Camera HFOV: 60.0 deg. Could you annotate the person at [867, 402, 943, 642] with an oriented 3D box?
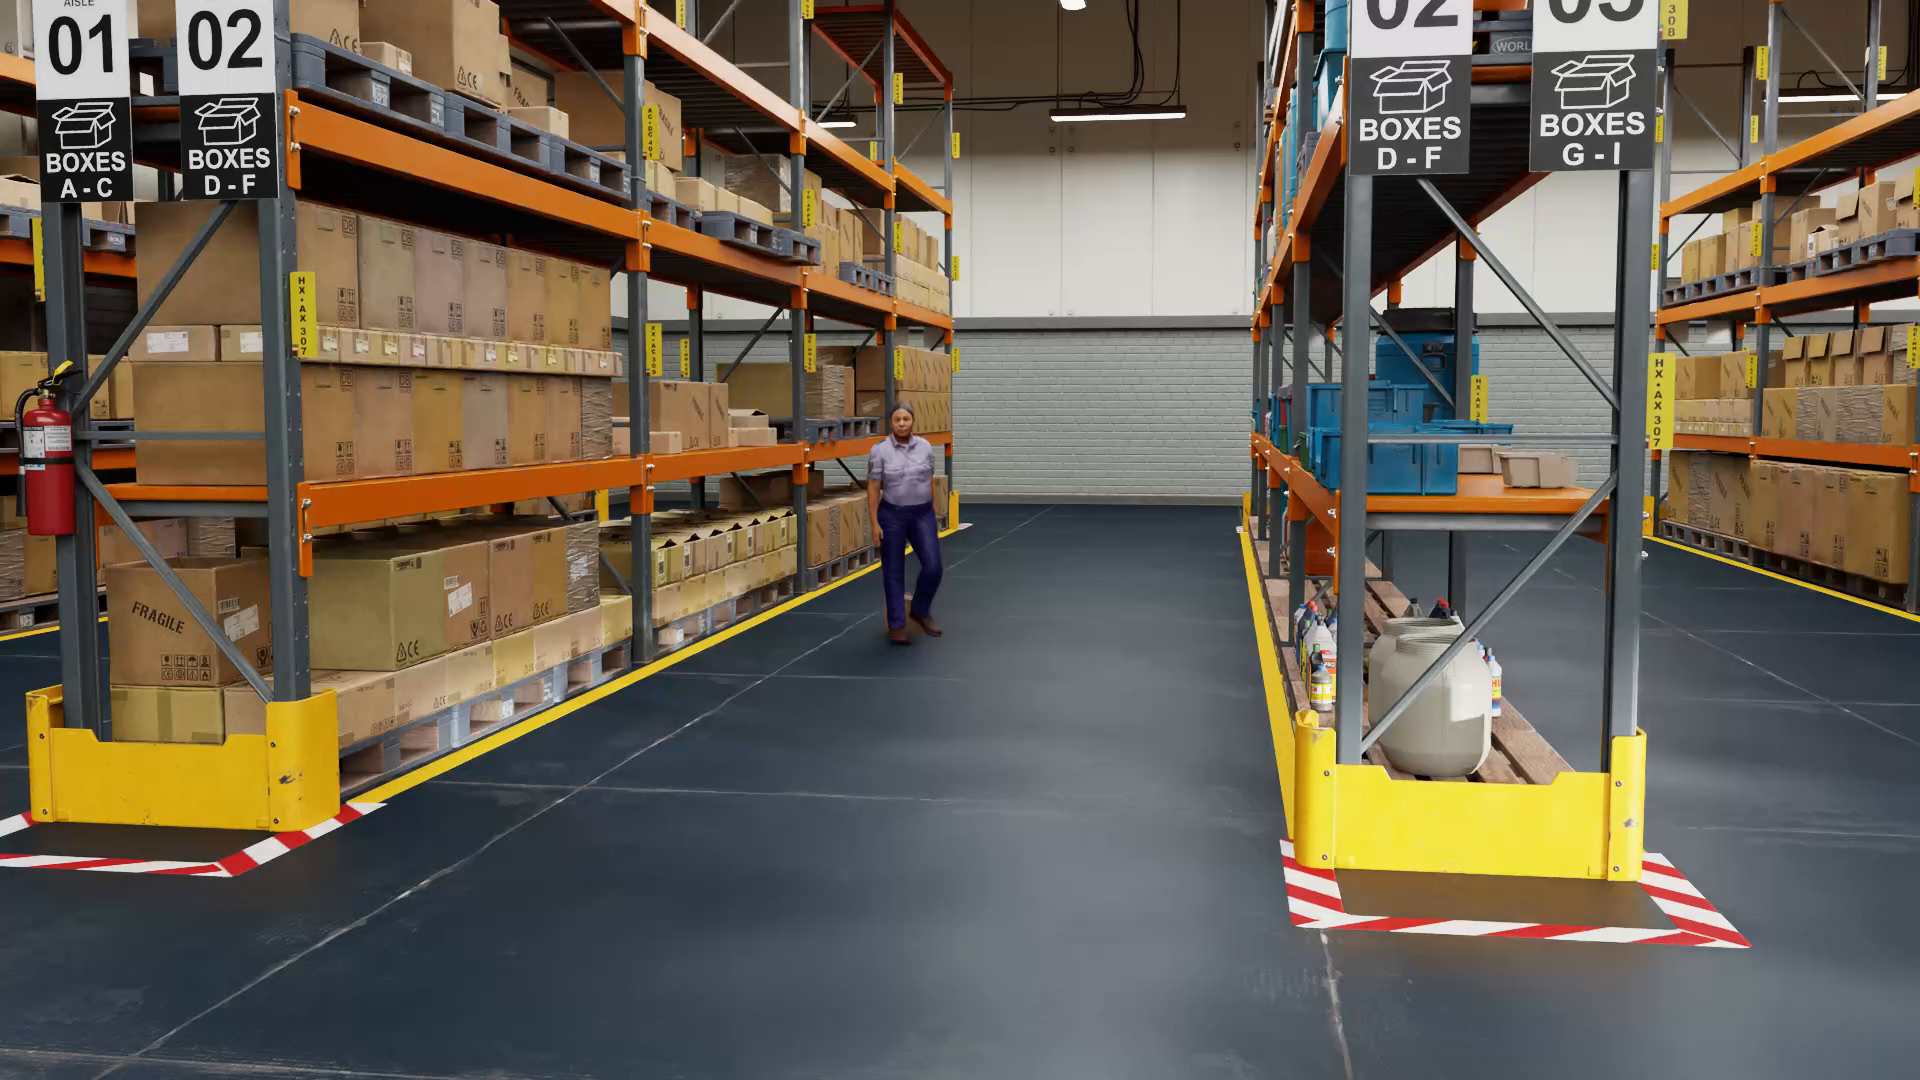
[{"bbox_3d":[-0.372,-0.117,11.298,0.532,1.633,0.471,-1,5,-14],"label":"person"}]
